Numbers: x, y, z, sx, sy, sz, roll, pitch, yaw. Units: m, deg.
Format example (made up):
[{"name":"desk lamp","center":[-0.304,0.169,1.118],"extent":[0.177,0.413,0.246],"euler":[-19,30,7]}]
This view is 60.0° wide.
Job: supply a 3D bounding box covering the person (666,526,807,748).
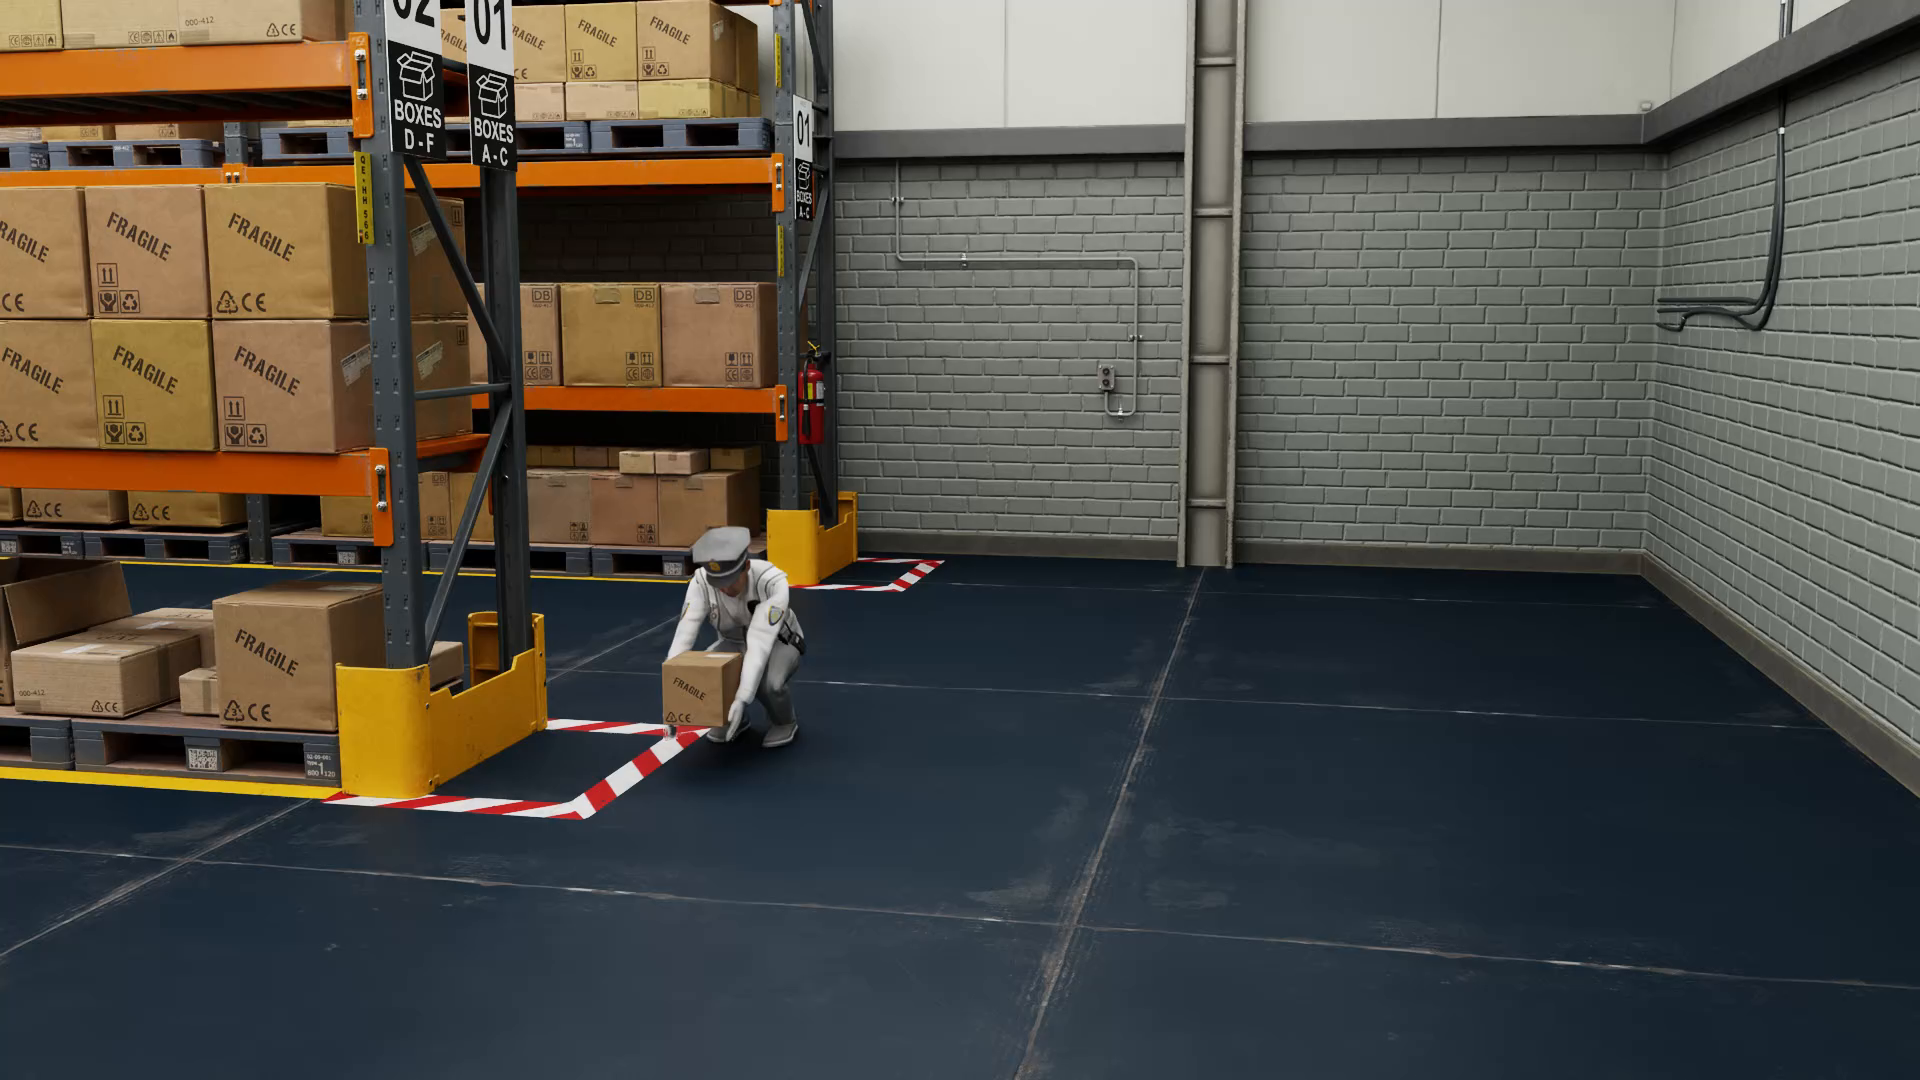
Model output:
[{"name":"person","center":[-0.929,0.407,6.979],"extent":[0.471,0.972,0.848],"euler":[2,8,17]}]
